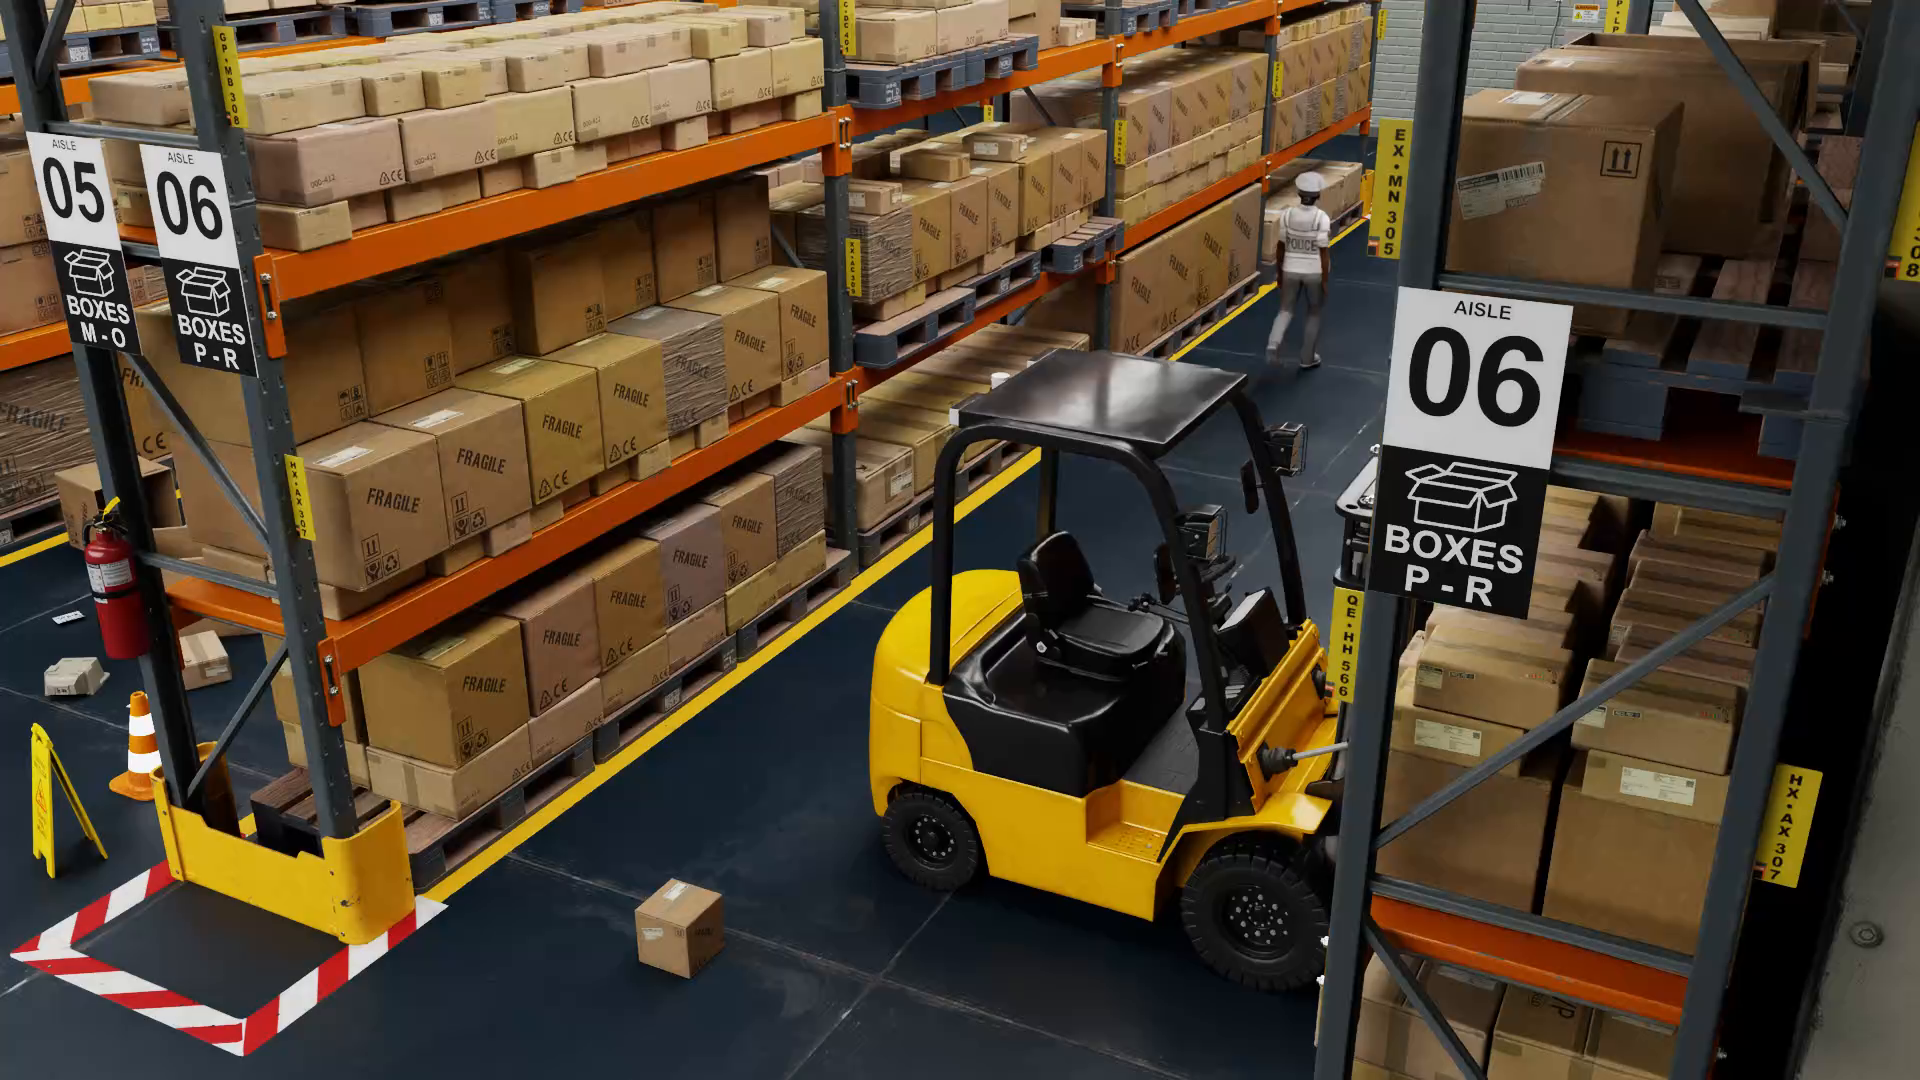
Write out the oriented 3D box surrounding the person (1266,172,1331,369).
[{"bbox_3d":[2.839,-2.214,13.773,0.460,1.663,0.709,12,26,26],"label":"person"}]
